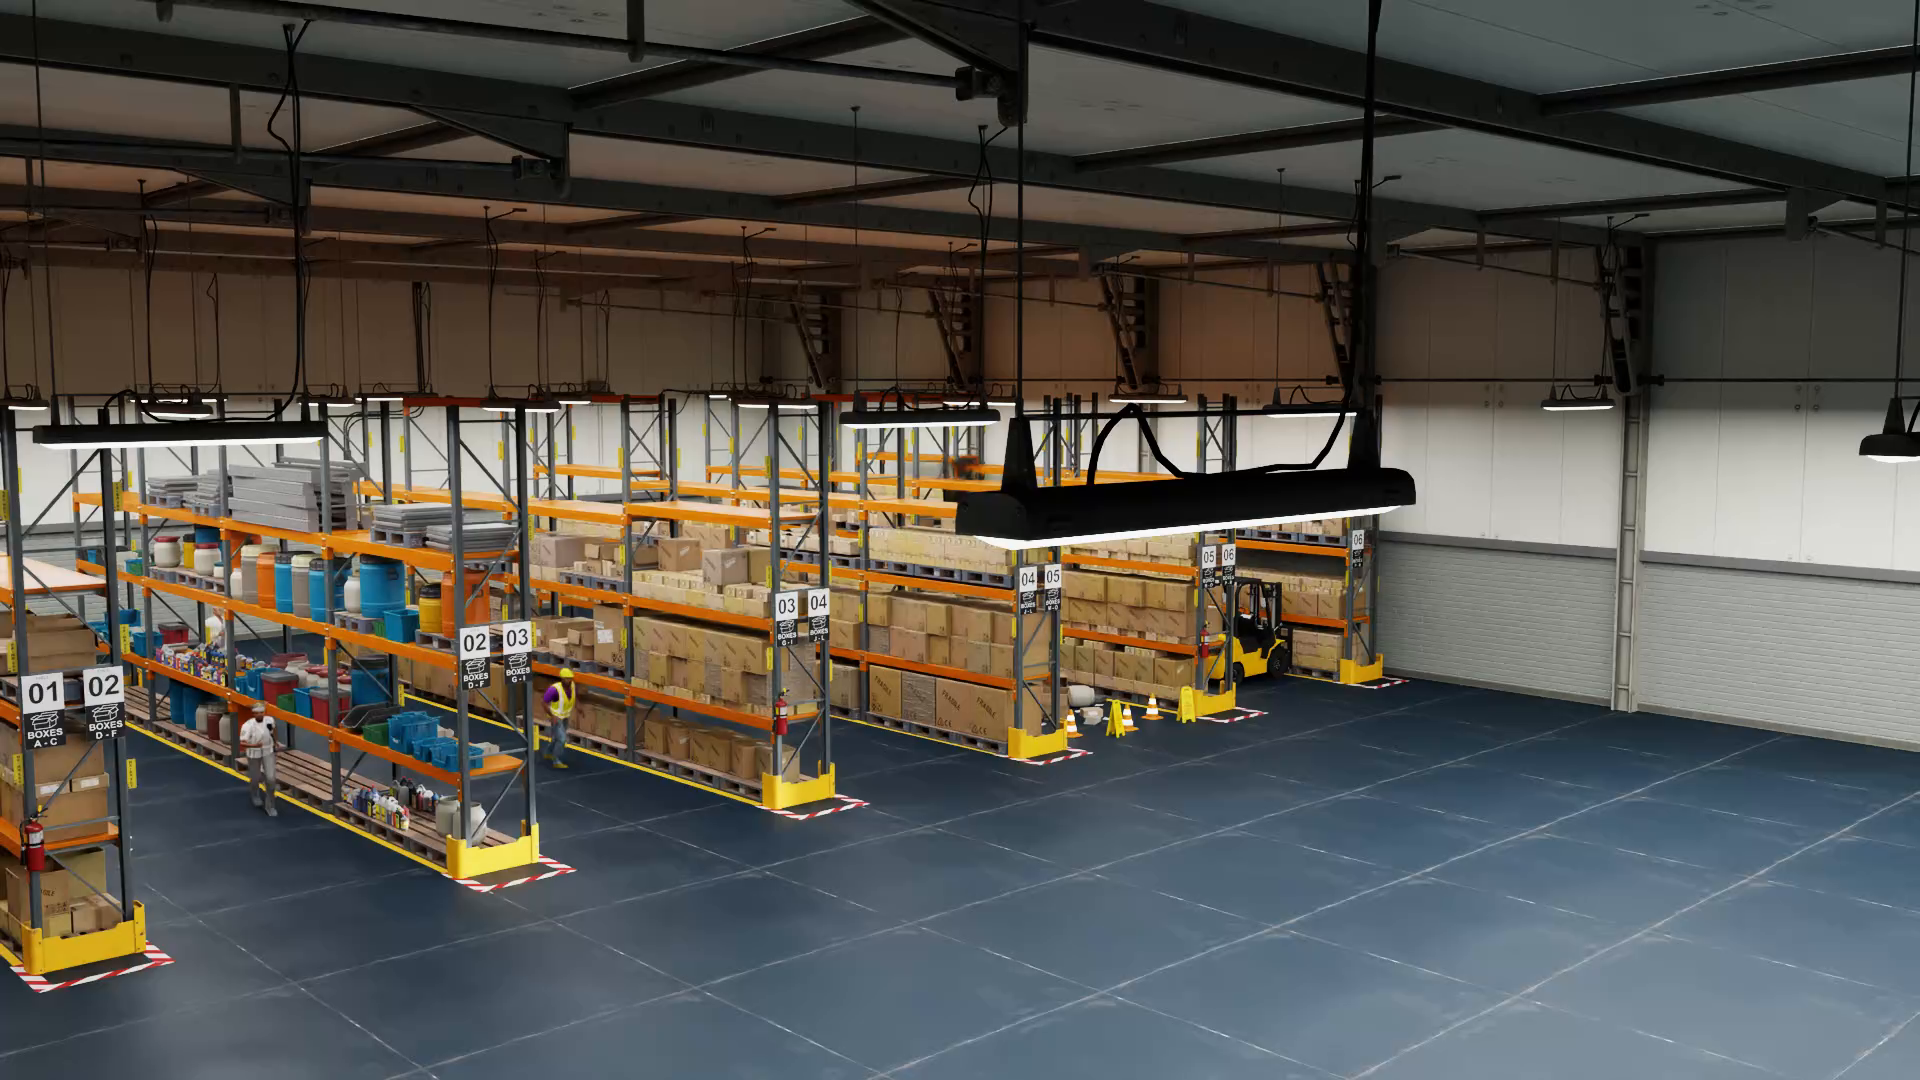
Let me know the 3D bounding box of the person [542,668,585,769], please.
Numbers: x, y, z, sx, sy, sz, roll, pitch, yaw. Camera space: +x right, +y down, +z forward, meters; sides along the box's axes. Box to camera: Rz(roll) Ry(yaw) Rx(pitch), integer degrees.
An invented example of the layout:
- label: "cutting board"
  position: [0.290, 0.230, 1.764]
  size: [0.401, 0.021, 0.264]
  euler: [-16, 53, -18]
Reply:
- label: "person"
  position: [-6.557, 2.883, 27.108]
  size: [0.867, 1.675, 0.696]
  euler: [3, 6, 27]

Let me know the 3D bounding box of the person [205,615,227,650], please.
- label: "person"
  position: [-15.033, 2.234, 33.618]
  size: [0.675, 1.460, 0.663]
  euler: [3, 6, 30]

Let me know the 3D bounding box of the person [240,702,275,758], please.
- label: "person"
  position: [-10.203, 2.745, 24.173]
  size: [0.519, 0.831, 0.429]
  euler: [-3, 6, -30]
